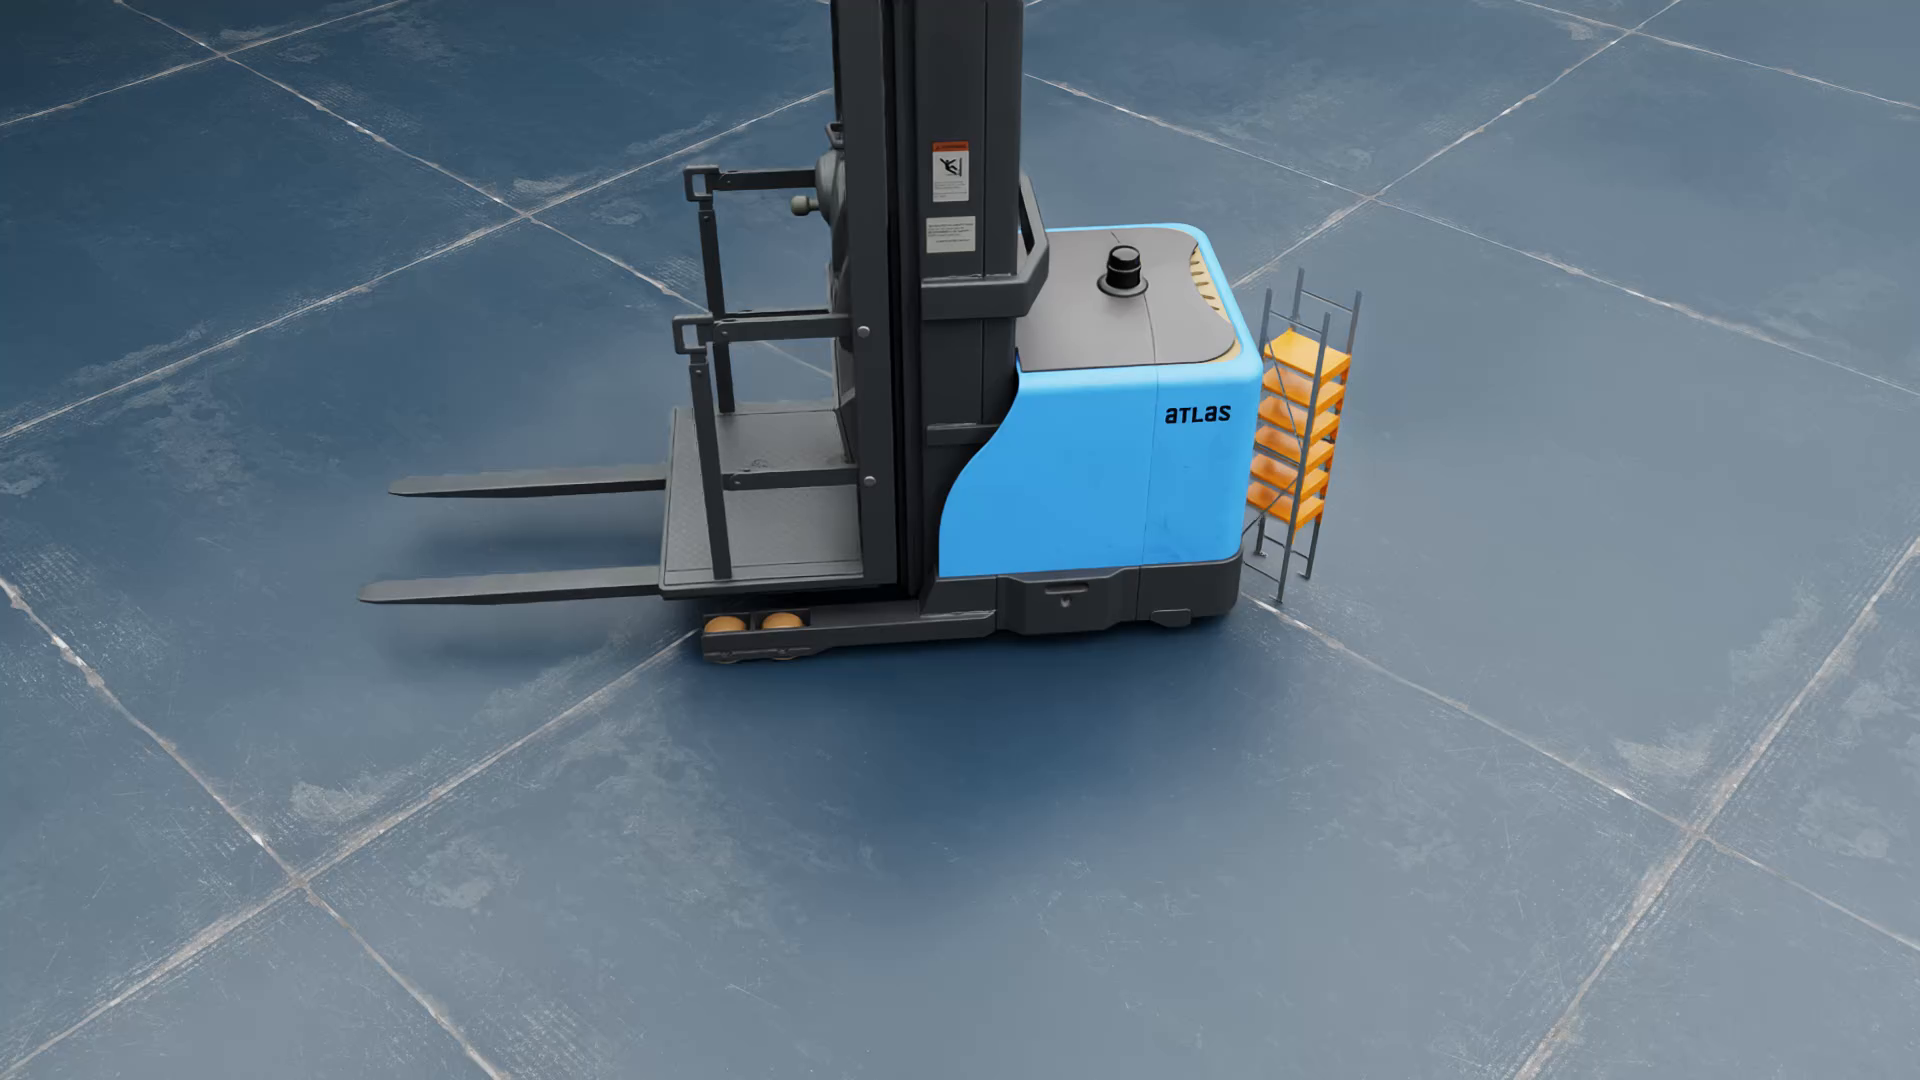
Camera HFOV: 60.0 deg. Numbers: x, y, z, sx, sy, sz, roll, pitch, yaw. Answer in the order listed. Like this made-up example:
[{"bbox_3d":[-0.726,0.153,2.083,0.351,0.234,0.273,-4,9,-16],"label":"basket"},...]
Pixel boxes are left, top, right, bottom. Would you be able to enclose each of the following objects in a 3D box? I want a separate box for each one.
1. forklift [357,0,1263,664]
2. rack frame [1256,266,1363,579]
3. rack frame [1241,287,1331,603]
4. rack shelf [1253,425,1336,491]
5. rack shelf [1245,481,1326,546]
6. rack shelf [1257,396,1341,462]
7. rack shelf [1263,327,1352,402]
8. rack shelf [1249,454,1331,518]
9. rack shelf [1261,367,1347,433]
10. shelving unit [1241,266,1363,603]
[{"bbox_3d":[-0.570,-1.067,5.237,3.031,2.935,1.130,-3,39,-4],"label":"forklift"},{"bbox_3d":[1.196,-0.377,5.758,0.240,1.200,0.006,30,47,32],"label":"rack frame"},{"bbox_3d":[1.071,-0.294,5.653,0.240,1.200,0.006,30,47,32],"label":"rack frame"},{"bbox_3d":[1.133,-0.301,5.733,0.258,0.103,0.180,30,47,32],"label":"rack shelf"},{"bbox_3d":[1.131,-0.114,5.884,0.258,0.103,0.180,30,47,32],"label":"rack shelf"},{"bbox_3d":[1.134,-0.395,5.658,0.258,0.103,0.180,30,47,32],"label":"rack shelf"},{"bbox_3d":[1.136,-0.582,5.508,0.258,0.103,0.180,30,47,32],"label":"rack shelf"},{"bbox_3d":[1.132,-0.207,5.809,0.258,0.103,0.180,30,47,32],"label":"rack shelf"},{"bbox_3d":[1.135,-0.488,5.583,0.258,0.103,0.180,30,47,32],"label":"rack shelf"},{"bbox_3d":[1.133,-0.336,5.706,0.258,1.200,0.189,30,47,32],"label":"shelving unit"}]
